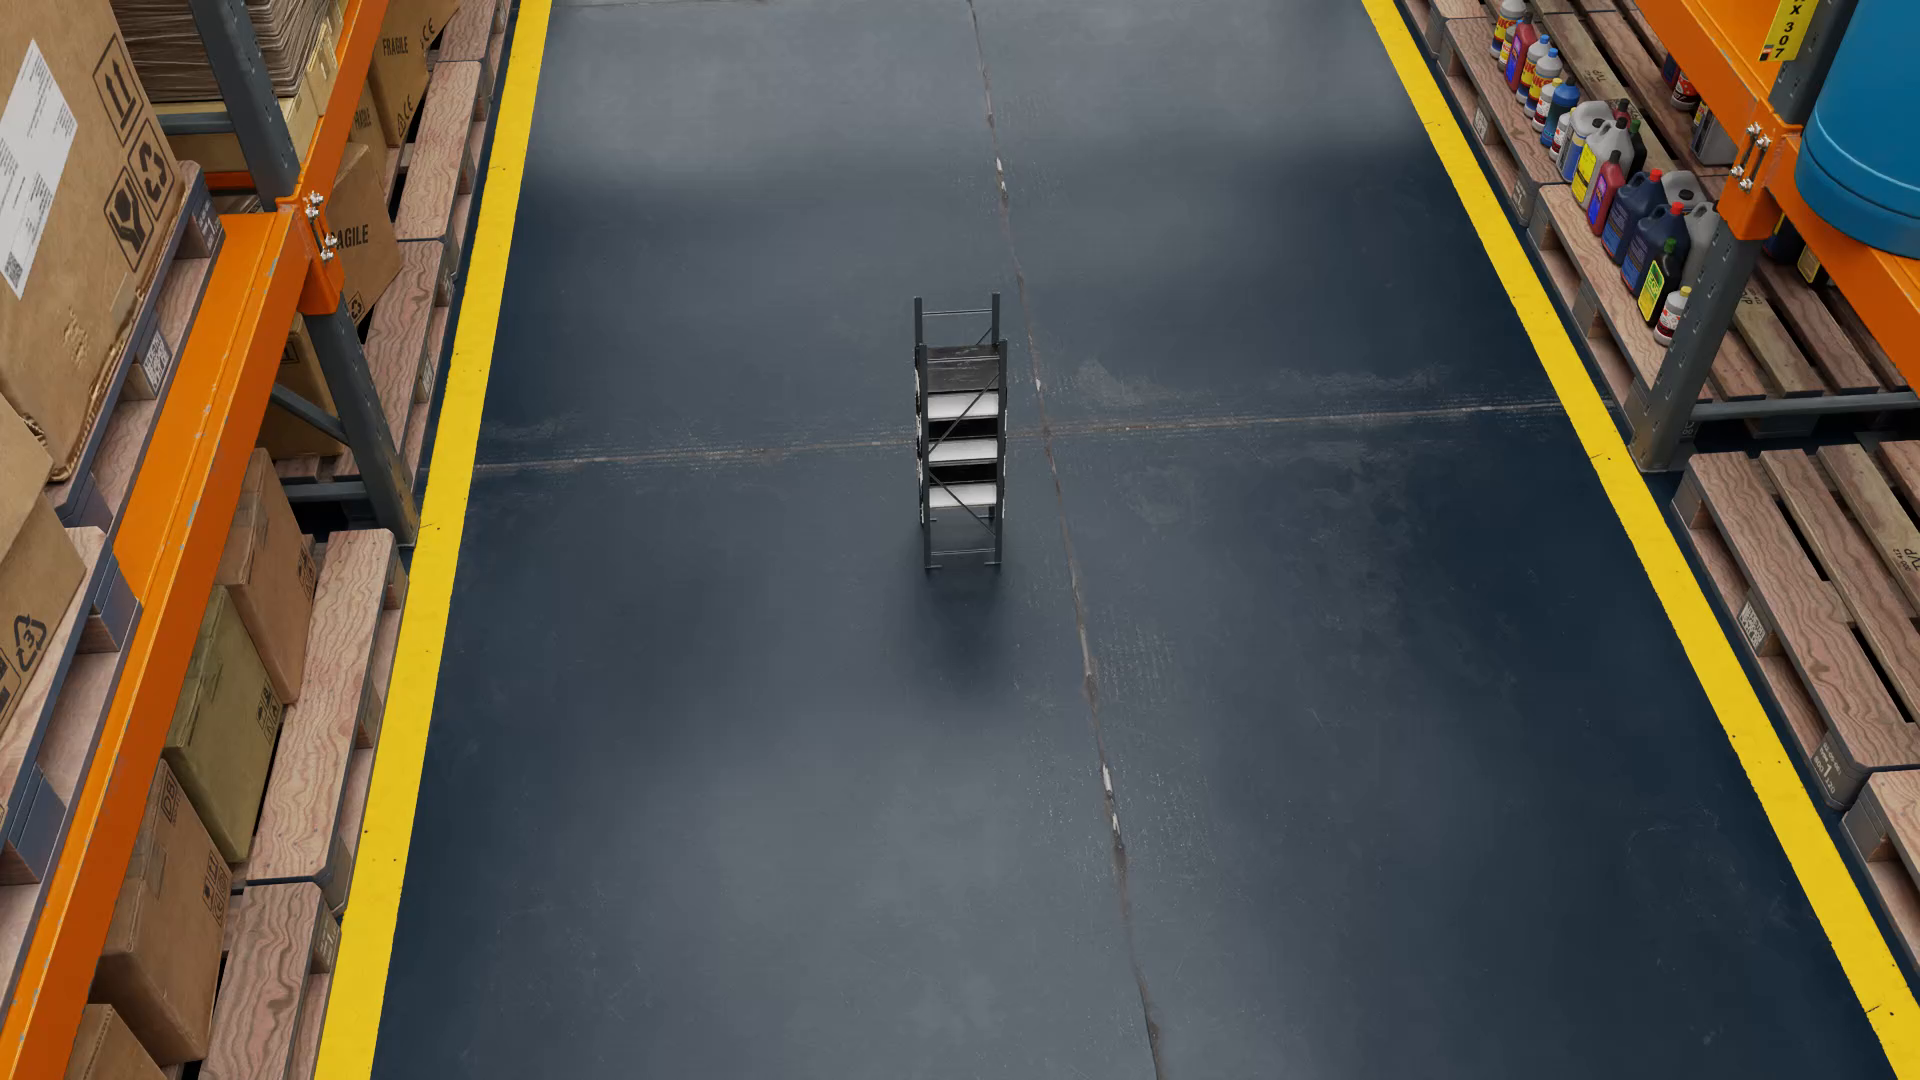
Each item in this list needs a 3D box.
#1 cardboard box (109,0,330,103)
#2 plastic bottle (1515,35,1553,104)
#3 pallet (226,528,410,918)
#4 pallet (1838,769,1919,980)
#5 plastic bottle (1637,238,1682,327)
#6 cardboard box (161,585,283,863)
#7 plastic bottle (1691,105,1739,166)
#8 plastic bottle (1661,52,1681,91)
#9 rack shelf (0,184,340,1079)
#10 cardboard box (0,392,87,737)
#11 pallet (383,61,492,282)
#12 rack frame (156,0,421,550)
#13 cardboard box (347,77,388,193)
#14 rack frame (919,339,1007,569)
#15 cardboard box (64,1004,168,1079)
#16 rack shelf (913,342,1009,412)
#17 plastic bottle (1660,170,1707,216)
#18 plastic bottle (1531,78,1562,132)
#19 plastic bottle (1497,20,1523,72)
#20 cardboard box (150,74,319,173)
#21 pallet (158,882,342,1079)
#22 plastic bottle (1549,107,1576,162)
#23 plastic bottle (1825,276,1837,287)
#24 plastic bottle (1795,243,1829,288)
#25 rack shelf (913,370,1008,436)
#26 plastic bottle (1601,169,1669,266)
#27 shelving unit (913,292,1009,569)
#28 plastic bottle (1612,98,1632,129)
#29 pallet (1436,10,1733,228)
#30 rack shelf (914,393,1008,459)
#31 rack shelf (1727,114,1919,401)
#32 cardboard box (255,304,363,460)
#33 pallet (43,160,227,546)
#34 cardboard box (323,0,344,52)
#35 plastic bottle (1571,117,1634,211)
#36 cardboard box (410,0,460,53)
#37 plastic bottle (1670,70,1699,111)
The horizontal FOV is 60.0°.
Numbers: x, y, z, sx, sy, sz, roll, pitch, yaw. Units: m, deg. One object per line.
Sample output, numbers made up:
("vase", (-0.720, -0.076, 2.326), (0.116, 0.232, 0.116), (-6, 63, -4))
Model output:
("cardboard box", (-2.190, -1.484, 4.316), (0.875, 0.500, 0.500), (-3, 47, -3))
("plastic bottle", (2.257, -1.847, 6.510), (0.097, 0.271, 0.097), (0, 47, 0))
("pallet", (-2.147, 0.504, 4.627), (1.003, 0.211, 1.213), (-3, 47, -3))
("pallet", (2.932, 1.090, 4.072), (1.003, 0.211, 1.213), (-3, 47, -3))
("plastic bottle", (2.353, -0.864, 5.570), (0.061, 0.283, 0.133), (-1, 47, -1))
("cardboard box", (-2.163, 0.482, 4.146), (0.700, 0.500, 0.500), (-4, 47, -4))
("plastic bottle", (2.871, -1.560, 6.234), (0.152, 0.276, 0.135), (-3, 47, -3))
("plastic bottle", (2.865, -1.937, 6.587), (0.061, 0.283, 0.133), (-3, 47, -3))
("rack shelf", (-2.046, 0.676, 3.039), (1.077, 0.370, 4.000), (-3, 47, -3))
("cardboard box", (-1.977, 0.051, 2.776), (0.797, 0.503, 0.637), (1, 47, 1))
("pallet", (-2.410, -1.428, 6.457), (1.003, 0.211, 1.213), (-3, 47, -3))
("rack frame", (-2.214, -1.018, 4.148), (1.000, 3.000, 0.127), (-3, 47, -3))
("cardboard box", (-2.393, -1.453, 5.993), (0.500, 0.500, 0.500), (-7, 47, -7))
("rack frame", (0.009, -0.230, 4.848), (0.240, 0.900, 0.006), (-3, 47, -3))
("cardboard box", (-2.068, 1.290, 3.380), (0.700, 0.500, 0.500), (0, 47, 0))
("rack shelf", (0.001, -0.466, 4.746), (0.258, 0.077, 0.200), (-3, 47, -3))
("plastic bottle", (2.510, -1.148, 5.844), (0.152, 0.276, 0.135), (-3, 47, -3))
("plastic bottle", (2.274, -1.679, 6.399), (0.097, 0.201, 0.097), (0, 47, 0))
("plastic bottle", (2.237, -1.996, 6.699), (0.097, 0.201, 0.097), (0, 47, 0))
("cardboard box", (-1.932, -1.105, 4.404), (0.380, 0.149, 0.250), (-3, 47, -3))
("pallet", (-2.042, 1.389, 3.789), (1.003, 0.211, 1.213), (-3, 47, -3))
("plastic bottle", (2.291, -1.531, 6.258), (0.097, 0.201, 0.097), (0, 47, 0))
("plastic bottle", (3.078, -1.023, 5.726), (0.152, 0.276, 0.135), (-2, 47, -2))
("plastic bottle", (2.972, -1.019, 5.717), (0.061, 0.283, 0.133), (-3, 47, -3))
("rack shelf", (0.001, -0.404, 4.811), (0.258, 0.077, 0.200), (-3, 47, -3))
("plastic bottle", (2.365, -1.147, 5.792), (0.144, 0.351, 0.185), (-6, 47, -5))
("shelving unit", (0.001, -0.304, 4.918), (0.258, 0.900, 0.210), (-3, 47, -3))
("plastic bottle", (2.434, -1.482, 6.155), (0.061, 0.283, 0.133), (-3, 47, -3))
("pallet", (2.602, -1.733, 6.746), (1.003, 0.211, 1.213), (-3, 47, -3))
("rack shelf", (0.001, -0.343, 4.877), (0.258, 0.077, 0.200), (-3, 47, -3))
("rack shelf", (2.889, 0.375, 3.324), (1.077, 0.370, 4.000), (-3, 47, -3))
("cardboard box", (-2.207, -0.595, 5.180), (0.500, 0.500, 0.500), (-5, 47, -5))
("pallet", (-2.295, -0.390, 3.686), (1.003, 0.211, 1.213), (-3, 47, -3))
("cardboard box", (-1.988, -1.466, 4.746), (0.380, 0.149, 0.250), (-3, 47, -3))
("plastic bottle", (2.338, -1.380, 6.013), (0.144, 0.351, 0.185), (-4, 47, -4))
("cardboard box", (-2.429, -2.314, 6.808), (0.500, 0.500, 0.500), (8, 47, 7))
("plastic bottle", (2.860, -1.795, 6.508), (0.097, 0.201, 0.097), (0, 47, 0))
